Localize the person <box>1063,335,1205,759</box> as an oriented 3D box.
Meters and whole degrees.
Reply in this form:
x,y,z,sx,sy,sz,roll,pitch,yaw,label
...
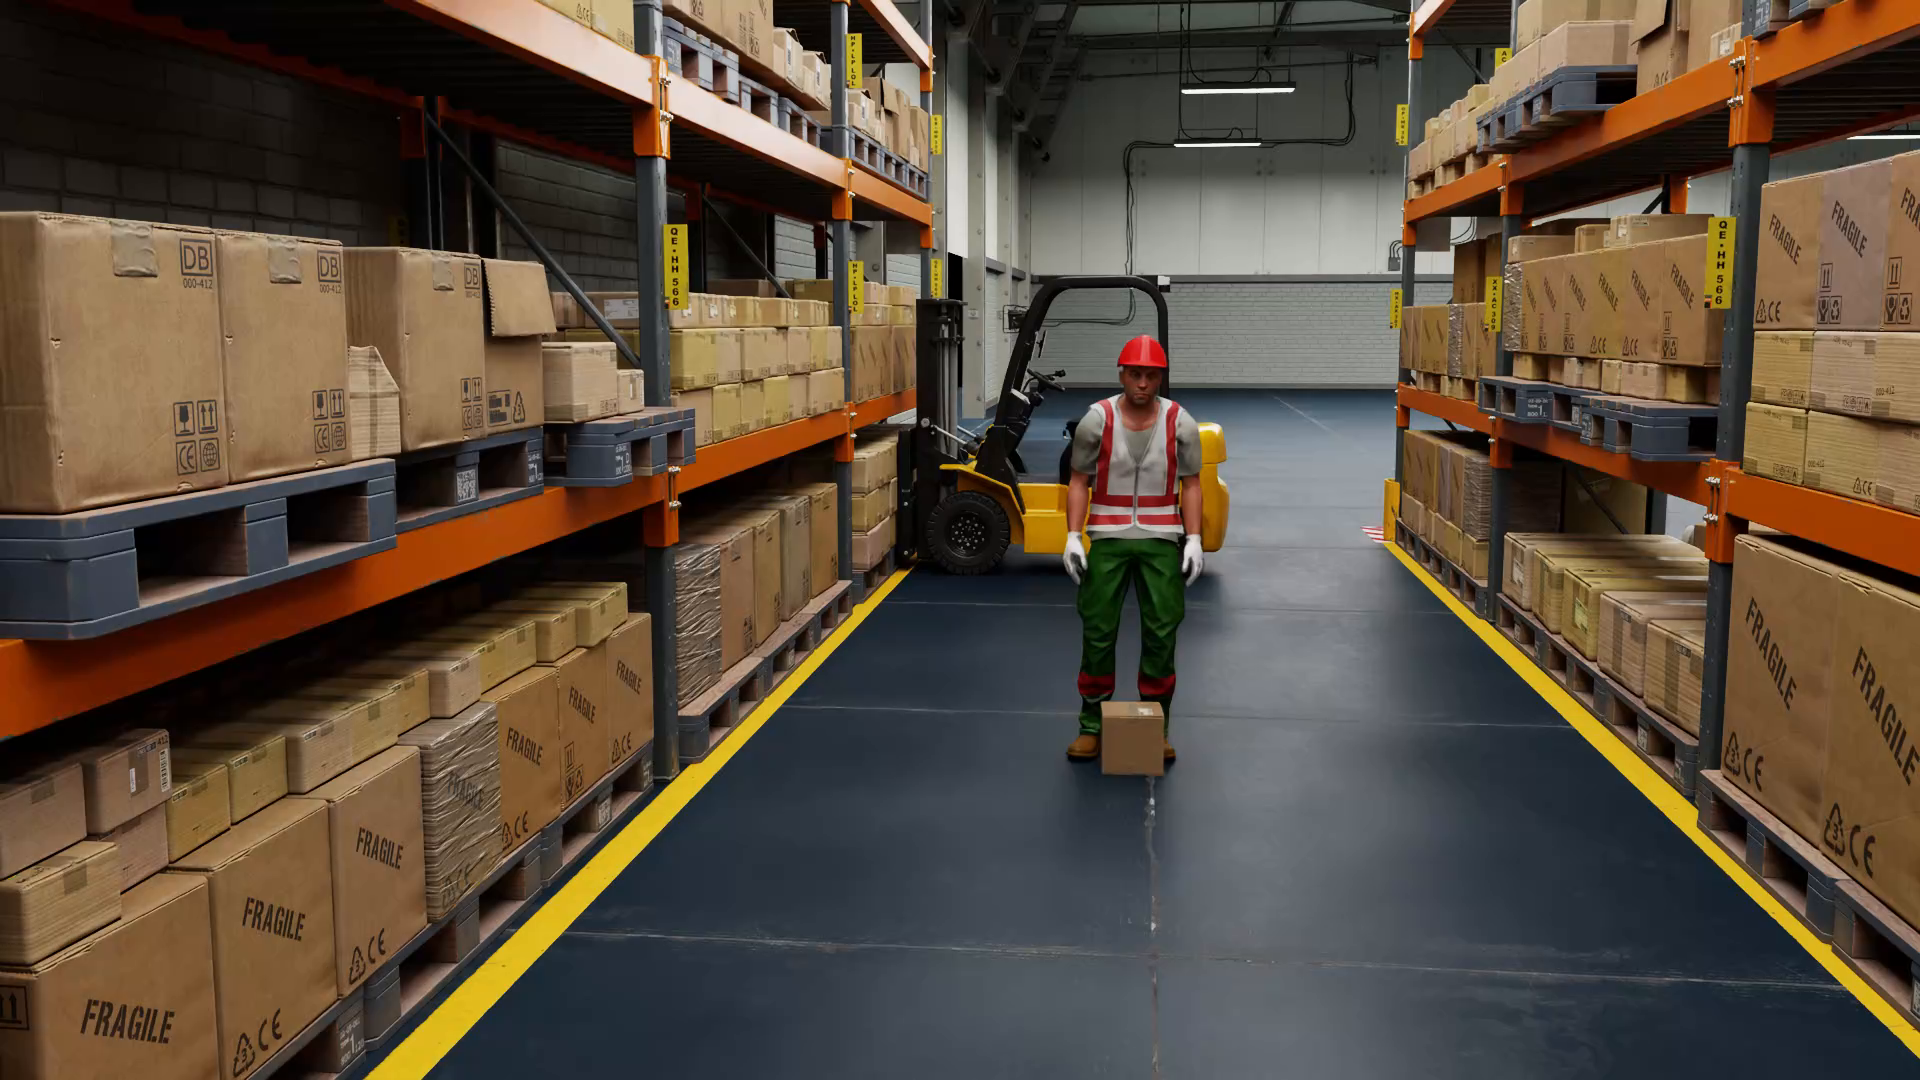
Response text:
x,y,z,sx,sy,sz,roll,pitch,yaw,label
0.730,0.032,6.988,0.595,1.778,0.449,1,8,4,person
